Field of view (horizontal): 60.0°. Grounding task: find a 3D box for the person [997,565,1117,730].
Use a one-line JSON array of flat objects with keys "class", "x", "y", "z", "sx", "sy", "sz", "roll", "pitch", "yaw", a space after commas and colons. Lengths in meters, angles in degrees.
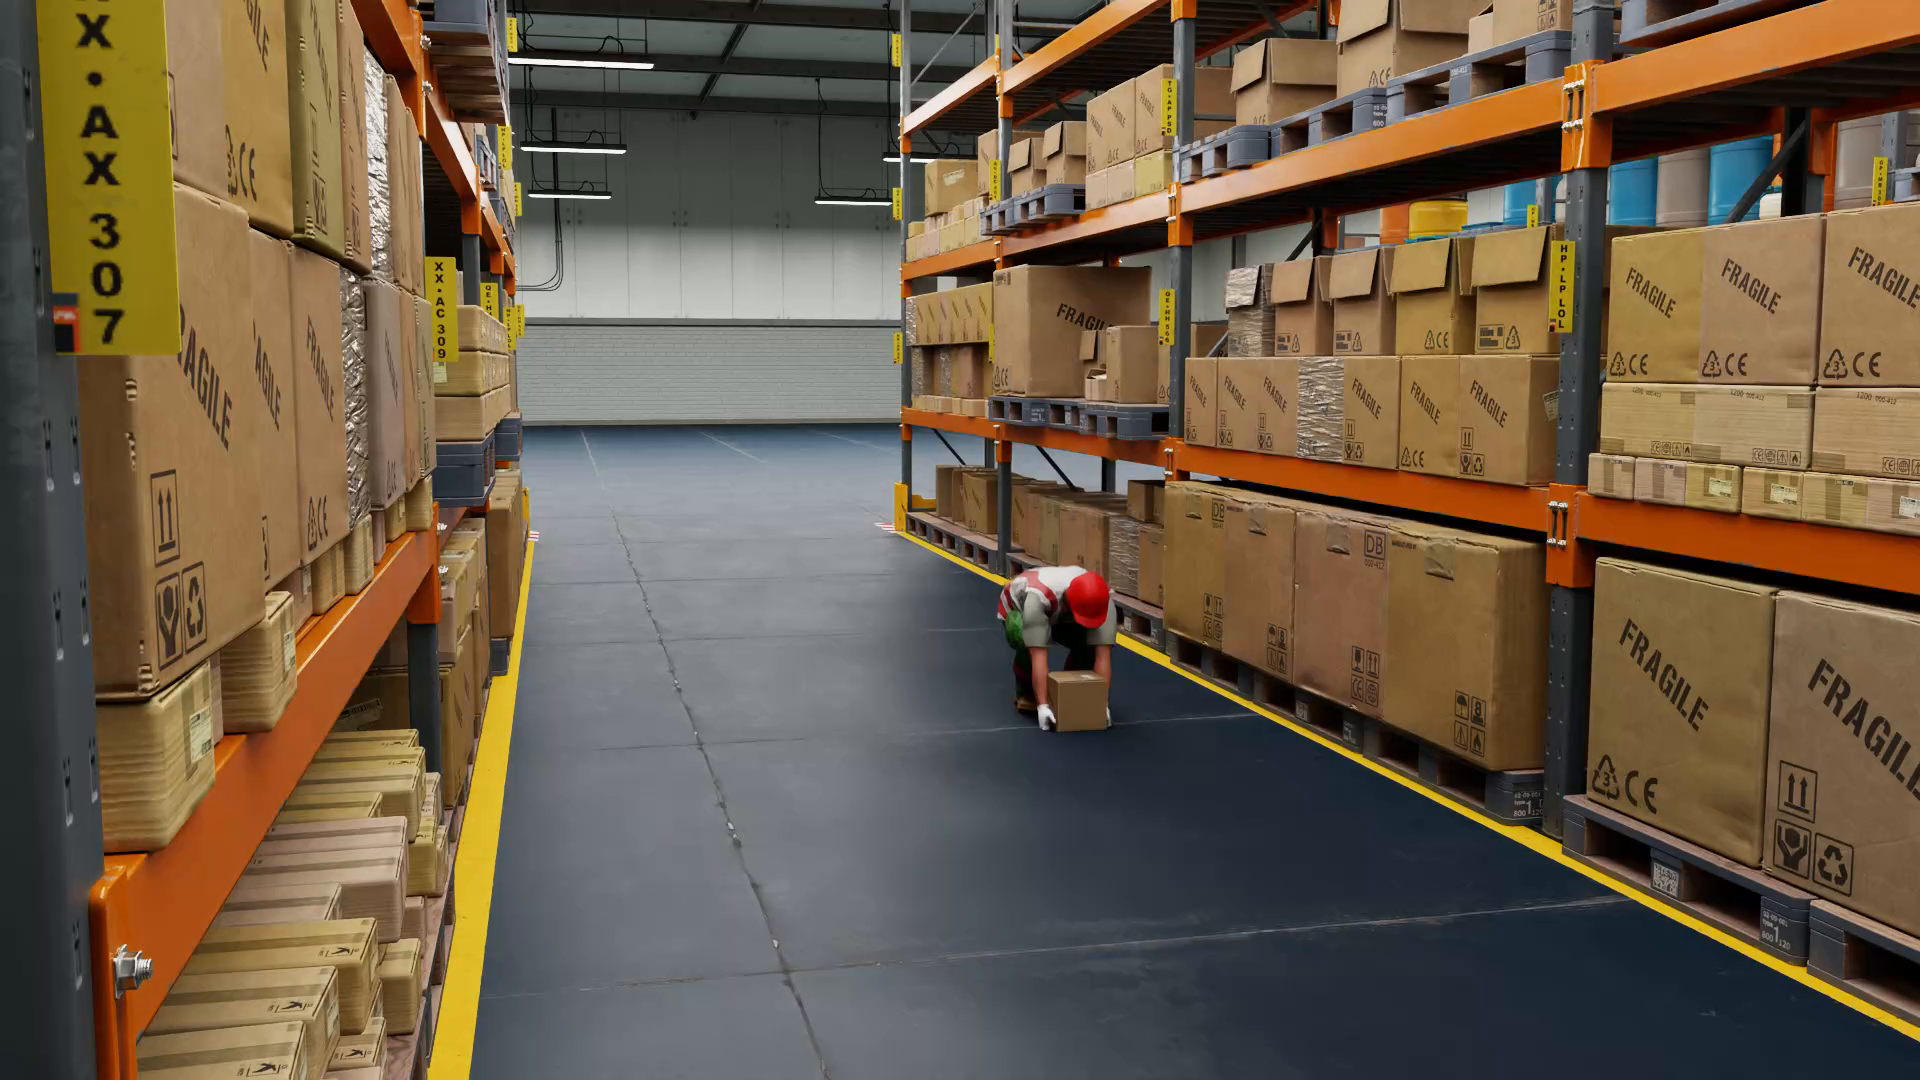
[{"class": "person", "x": 0.499, "y": 0.520, "z": 8.415, "sx": 0.522, "sy": 0.809, "sz": 0.947, "roll": -2, "pitch": 6, "yaw": -15}]
